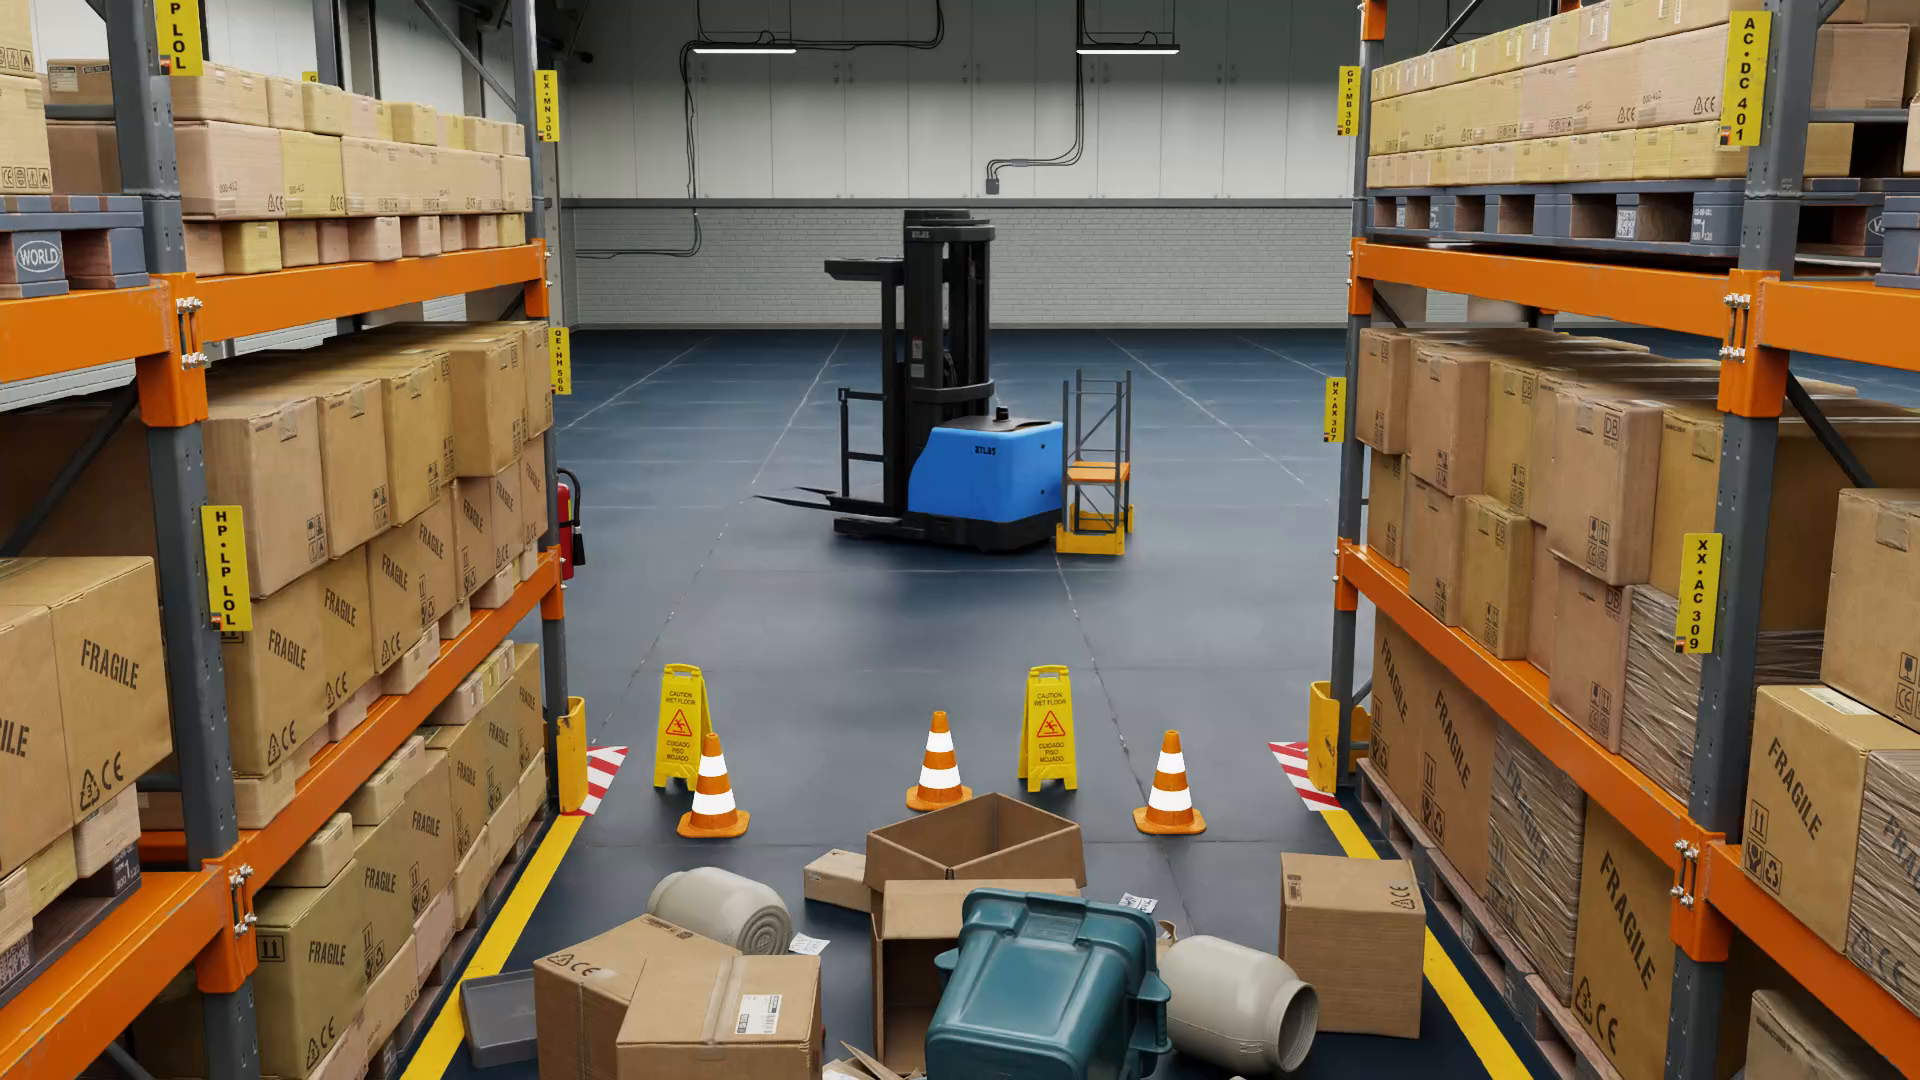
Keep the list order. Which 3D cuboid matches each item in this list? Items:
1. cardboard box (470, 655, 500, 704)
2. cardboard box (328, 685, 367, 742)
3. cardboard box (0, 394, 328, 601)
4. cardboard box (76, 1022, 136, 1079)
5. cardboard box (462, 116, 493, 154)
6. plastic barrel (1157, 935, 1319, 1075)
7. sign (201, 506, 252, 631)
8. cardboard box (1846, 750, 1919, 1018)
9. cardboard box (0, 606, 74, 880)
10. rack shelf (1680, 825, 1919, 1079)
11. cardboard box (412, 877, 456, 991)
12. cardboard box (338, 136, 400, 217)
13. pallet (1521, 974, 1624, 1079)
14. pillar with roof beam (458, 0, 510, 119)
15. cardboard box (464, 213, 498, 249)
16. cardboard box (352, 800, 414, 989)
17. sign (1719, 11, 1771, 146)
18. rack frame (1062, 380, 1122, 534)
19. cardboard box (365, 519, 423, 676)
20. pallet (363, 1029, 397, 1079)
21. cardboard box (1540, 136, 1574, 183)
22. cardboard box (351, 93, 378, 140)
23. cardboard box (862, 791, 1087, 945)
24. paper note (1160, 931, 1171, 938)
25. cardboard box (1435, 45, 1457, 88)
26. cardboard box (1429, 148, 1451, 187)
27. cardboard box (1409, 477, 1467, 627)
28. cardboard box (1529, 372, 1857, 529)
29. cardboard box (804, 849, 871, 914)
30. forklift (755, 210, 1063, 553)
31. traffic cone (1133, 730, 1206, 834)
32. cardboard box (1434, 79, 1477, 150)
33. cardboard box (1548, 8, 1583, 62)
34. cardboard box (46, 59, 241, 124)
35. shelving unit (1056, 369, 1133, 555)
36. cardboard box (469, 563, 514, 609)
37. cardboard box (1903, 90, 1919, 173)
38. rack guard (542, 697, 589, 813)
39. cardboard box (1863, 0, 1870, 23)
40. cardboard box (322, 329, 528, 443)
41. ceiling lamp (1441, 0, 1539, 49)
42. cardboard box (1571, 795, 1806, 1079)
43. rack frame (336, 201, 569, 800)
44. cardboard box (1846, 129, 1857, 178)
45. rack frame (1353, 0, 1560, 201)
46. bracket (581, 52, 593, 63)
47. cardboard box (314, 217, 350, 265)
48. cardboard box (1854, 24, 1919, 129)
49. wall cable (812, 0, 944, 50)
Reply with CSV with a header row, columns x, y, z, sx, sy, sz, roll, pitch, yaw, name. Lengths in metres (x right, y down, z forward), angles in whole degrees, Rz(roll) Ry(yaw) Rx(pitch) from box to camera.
x,y,z,sx,sy,sz,roll,pitch,yaw,name
-2.153,0.586,6.968,0.380,0.149,0.250,0,11,0,cardboard box
-2.173,0.551,5.430,0.380,0.149,0.250,0,11,1,cardboard box
-2.216,-0.129,4.637,0.700,0.500,0.500,0,11,-2,cardboard box
-2.705,1.302,5.072,0.500,0.500,0.500,0,11,-2,cardboard box
-2.214,-1.721,7.079,0.380,0.149,0.250,0,11,-2,cardboard box
0.966,1.647,5.876,0.512,0.421,0.421,9,15,38,plastic barrel
-1.869,0.074,4.240,0.100,0.325,0.005,0,11,-1,sign
2.276,0.761,3.514,0.500,0.500,0.500,0,11,-1,cardboard box
-2.174,0.433,3.325,0.500,0.500,0.500,0,11,-1,cardboard box
2.564,1.354,2.651,1.077,0.370,4.000,0,11,-1,rack shelf
-2.202,1.456,6.198,0.500,0.250,0.500,0,11,-2,cardboard box
-2.177,-1.189,5.460,0.500,0.250,0.500,0,11,-1,cardboard box
2.585,1.819,5.564,1.003,0.211,1.213,0,11,-1,pallet
-4.548,-7.716,30.462,9.100,9.000,0.548,0,11,-1,pillar with roof beam
-2.210,-1.326,7.138,0.380,0.149,0.250,0,11,1,cardboard box
-2.189,1.193,5.605,0.500,0.500,0.500,0,11,1,cardboard box
1.968,-1.156,4.169,0.100,0.325,0.005,0,11,-1,sign
1.134,-0.623,14.357,0.500,1.500,0.032,2,12,10,rack frame
-2.185,0.161,5.721,0.500,0.500,0.500,0,11,-2,cardboard box
-2.473,1.877,5.275,1.003,0.211,1.213,0,11,-1,pallet
2.174,-1.271,5.560,0.380,0.149,0.250,0,11,0,cardboard box
-2.186,-1.416,5.578,0.380,0.149,0.250,0,11,-2,cardboard box
0.061,1.411,6.838,0.797,0.503,0.637,-10,15,-40,cardboard box
0.859,1.646,6.919,0.032,0.001,0.123,6,13,28,paper note
2.149,-1.914,6.725,0.380,0.149,0.250,0,11,-2,cardboard box
2.148,-1.523,6.802,0.380,0.149,0.250,0,11,-1,cardboard box
2.412,0.030,6.992,0.875,0.550,0.550,0,11,-1,cardboard box
2.548,-0.289,5.848,0.875,0.550,0.550,0,11,-1,cardboard box
-0.460,1.498,7.300,0.380,0.149,0.250,6,13,28,cardboard box
-0.544,-1.529,15.224,3.031,2.935,1.130,8,14,34,forklift
1.031,1.163,8.162,0.336,0.463,0.334,0,11,-1,traffic cone
2.216,-1.690,6.624,0.500,0.250,0.500,0,11,-2,cardboard box
2.175,-1.662,5.480,0.380,0.149,0.250,0,11,-1,cardboard box
-2.104,-1.158,4.303,0.380,0.149,0.250,0,11,-2,cardboard box
1.223,-0.720,14.838,0.587,1.500,1.083,2,12,10,shelving unit
-2.150,0.197,7.173,0.380,0.149,0.250,0,11,0,cardboard box
2.286,-0.934,3.606,0.258,0.266,0.396,0,11,-2,cardboard box
-2.505,1.089,8.434,1.175,0.500,0.348,0,11,-1,rack guard
2.844,-1.564,4.997,0.380,0.149,0.250,0,11,-2,cardboard box
-2.275,-0.635,7.129,0.700,0.500,0.500,0,11,-1,cardboard box
10.299,-11.063,32.276,2.000,3.185,0.800,0,11,-1,ceiling lamp
2.580,1.314,5.327,0.875,0.875,0.875,0,11,0,cardboard box
-2.507,-0.151,8.260,1.000,3.000,0.127,0,11,-1,rack frame
2.844,-1.173,5.076,0.380,0.149,0.250,0,11,-1,cardboard box
2.440,-3.132,7.862,1.000,3.000,0.127,0,11,-1,rack frame
-8.679,-11.211,38.631,0.235,0.232,0.430,0,11,-1,bracket
-2.210,-0.970,5.384,0.380,0.149,0.250,-1,11,-3,cardboard box
2.793,-1.292,4.660,0.500,0.250,0.500,0,11,-1,cardboard box
-1.916,-12.689,38.638,3.097,2.526,0.112,0,11,-1,wall cable
